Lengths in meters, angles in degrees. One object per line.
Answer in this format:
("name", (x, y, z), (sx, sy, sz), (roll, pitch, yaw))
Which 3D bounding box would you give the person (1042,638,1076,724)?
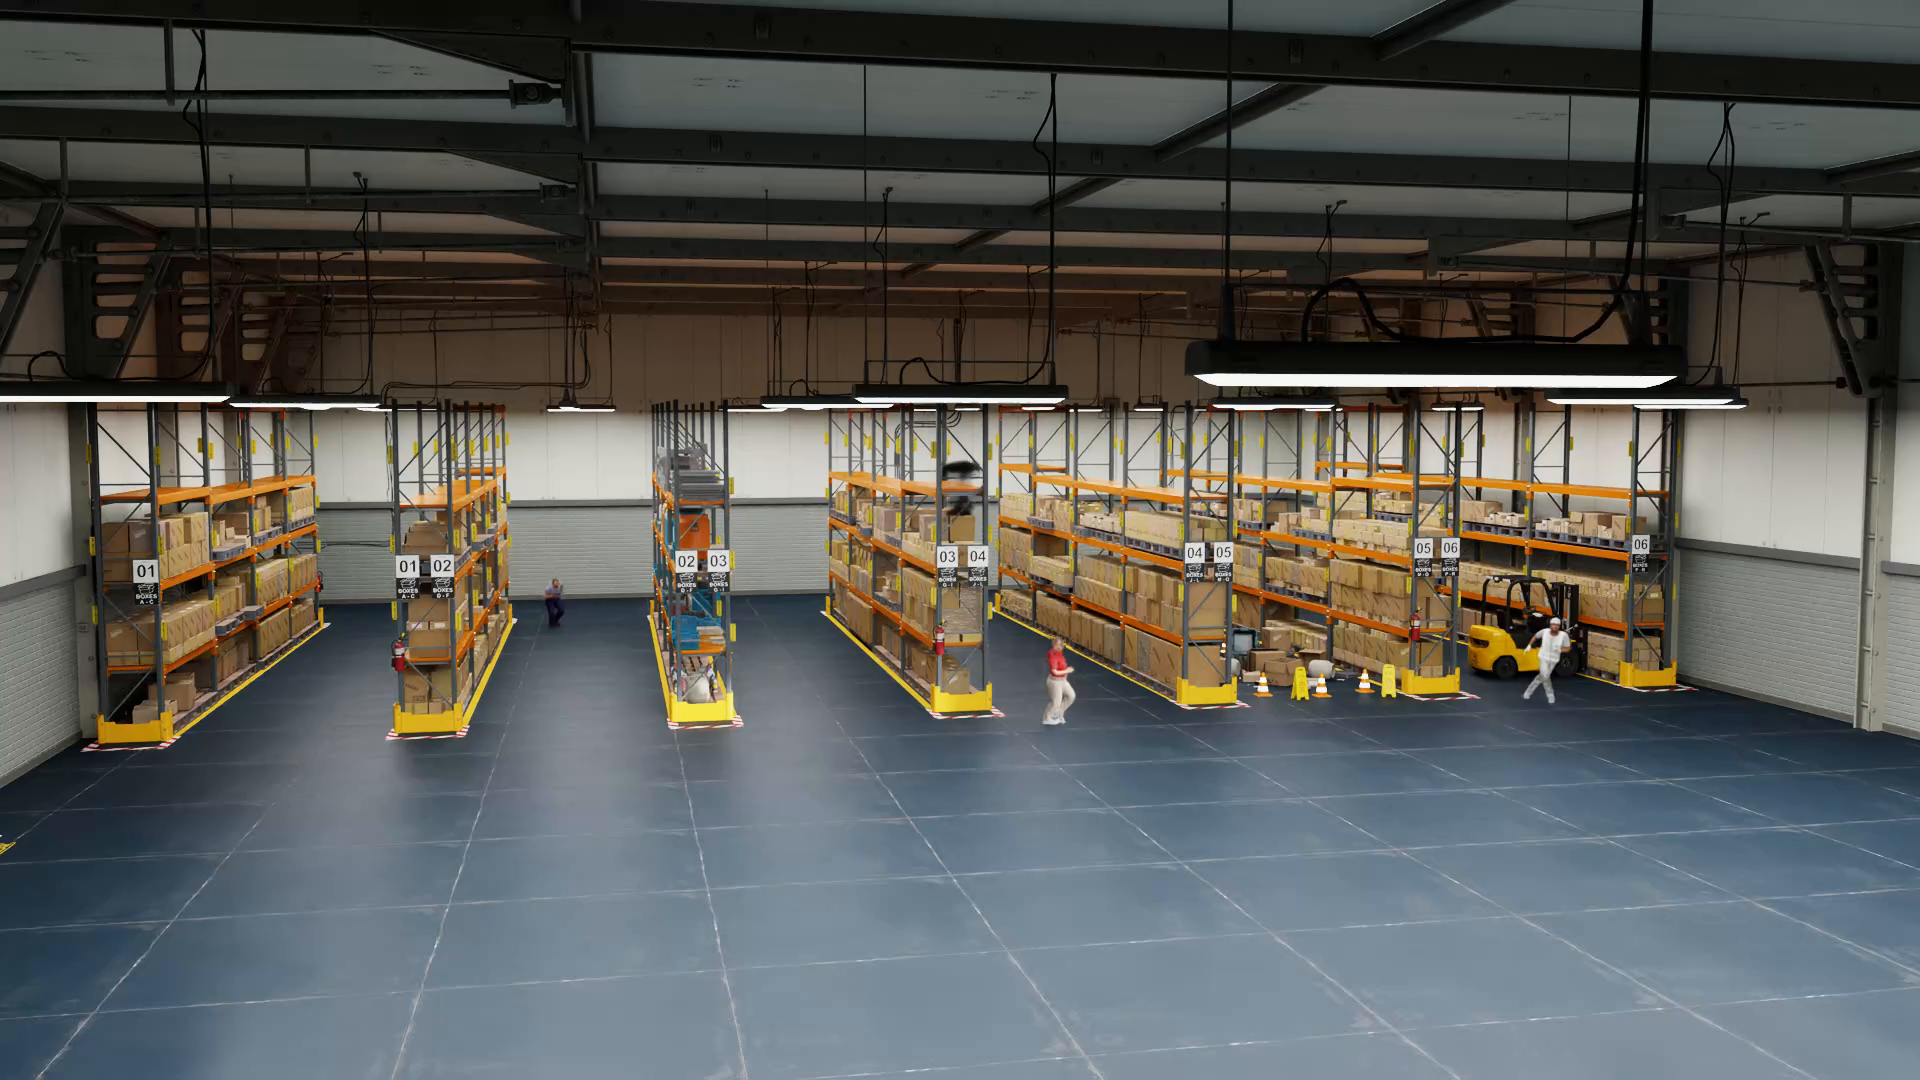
("person", (1.777, 2.602, 30.416), (0.641, 1.672, 0.785), (2, 5, 20))

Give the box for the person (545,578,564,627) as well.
("person", (-10.884, 1.687, 44.589), (0.612, 1.389, 0.928), (-3, 5, -35))

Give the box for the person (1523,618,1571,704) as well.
("person", (11.644, 2.368, 32.977), (0.804, 1.701, 0.727), (0, 4, 4))
